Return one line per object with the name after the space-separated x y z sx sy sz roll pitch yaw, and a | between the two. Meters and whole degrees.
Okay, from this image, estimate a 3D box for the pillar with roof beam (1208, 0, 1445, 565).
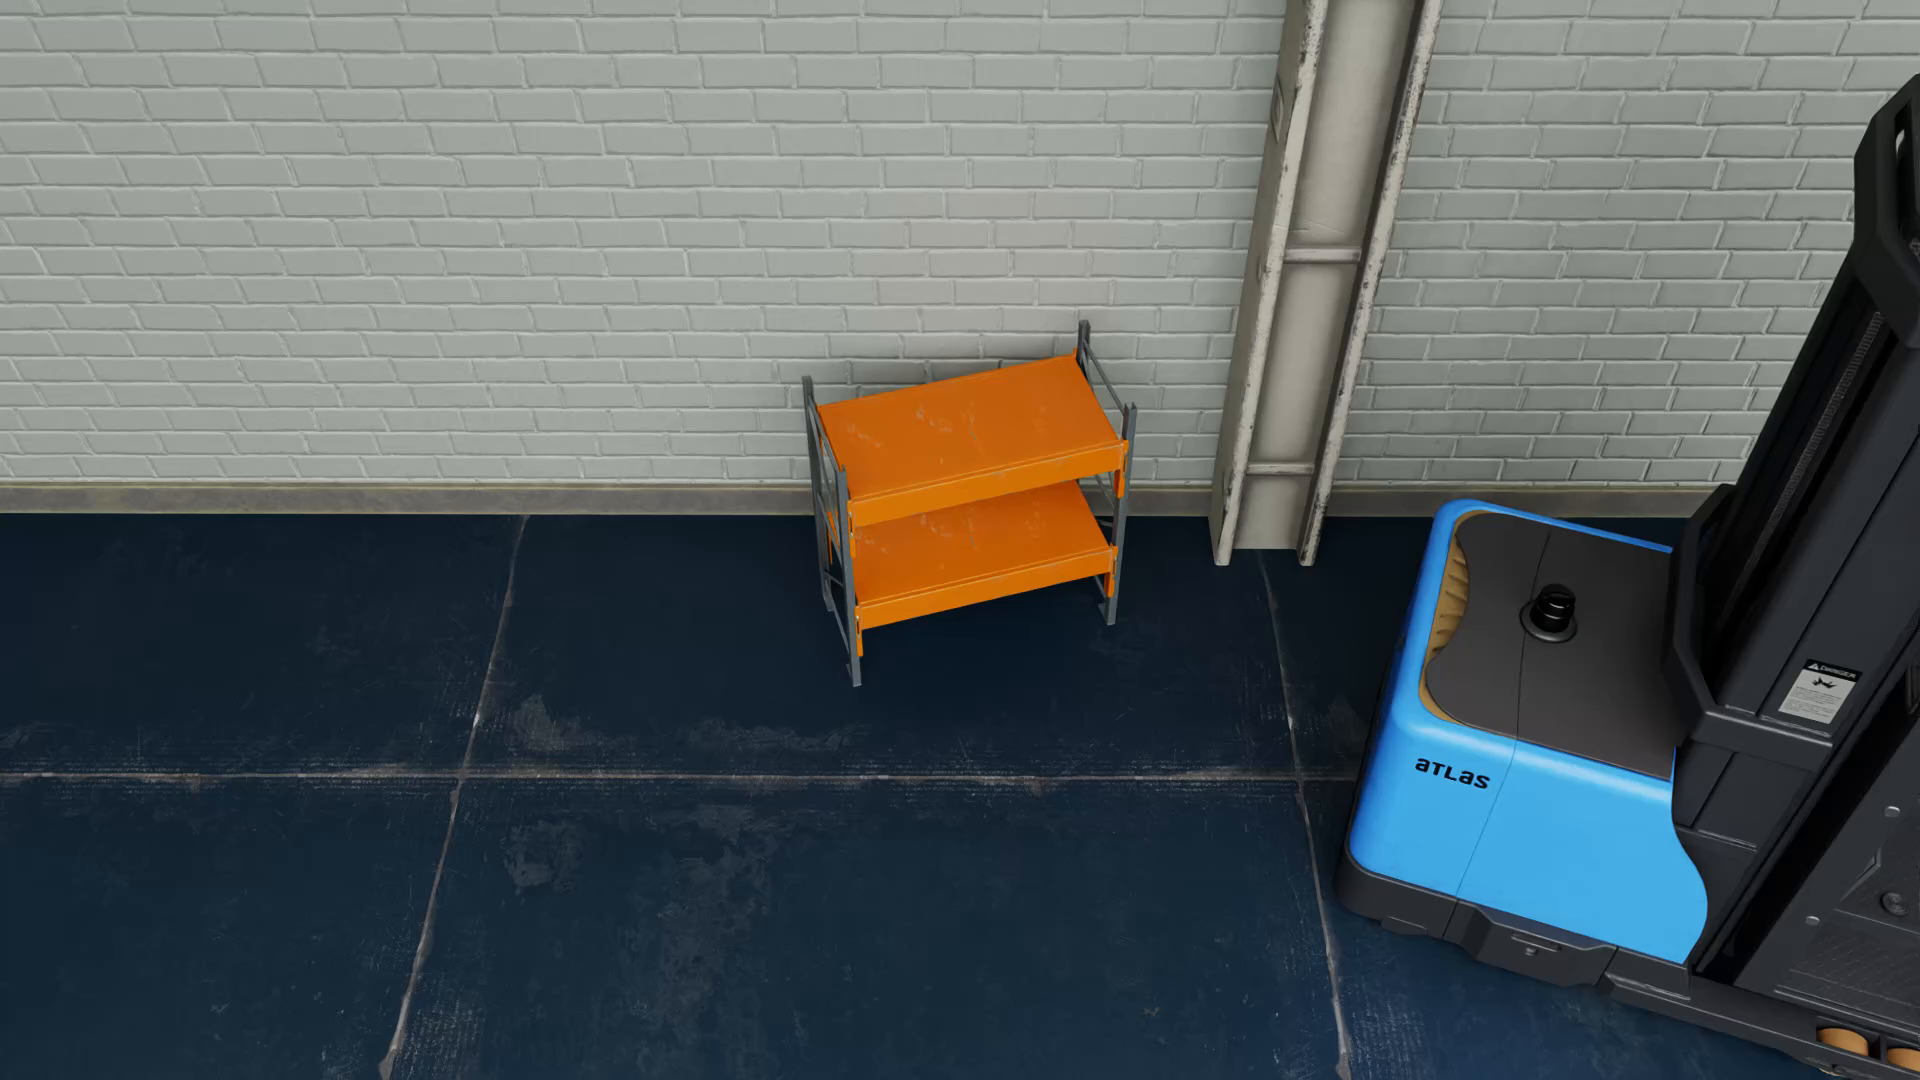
1.204 0.073 0.534 0.400 9.000 9.100 0 47 0 | pillar with roof beam

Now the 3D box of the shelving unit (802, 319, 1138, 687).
0.027 -0.119 6.092 1.048 1.125 0.538 -13 48 -12 | shelving unit

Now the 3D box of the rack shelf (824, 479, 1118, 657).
0.027 0.048 6.271 1.000 0.278 0.538 -13 48 -12 | rack shelf

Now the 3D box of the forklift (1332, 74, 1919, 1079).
2.821 0.280 4.487 3.031 2.935 1.130 15 49 13 | forklift

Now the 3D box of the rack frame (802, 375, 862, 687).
-0.458 -0.009 5.990 0.032 1.125 0.500 -13 48 -12 | rack frame

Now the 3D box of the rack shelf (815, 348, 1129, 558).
0.027 -0.318 5.878 1.000 0.278 0.538 -13 48 -12 | rack shelf

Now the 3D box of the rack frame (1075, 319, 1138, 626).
0.513 -0.229 6.195 0.032 1.125 0.500 -13 48 -12 | rack frame
